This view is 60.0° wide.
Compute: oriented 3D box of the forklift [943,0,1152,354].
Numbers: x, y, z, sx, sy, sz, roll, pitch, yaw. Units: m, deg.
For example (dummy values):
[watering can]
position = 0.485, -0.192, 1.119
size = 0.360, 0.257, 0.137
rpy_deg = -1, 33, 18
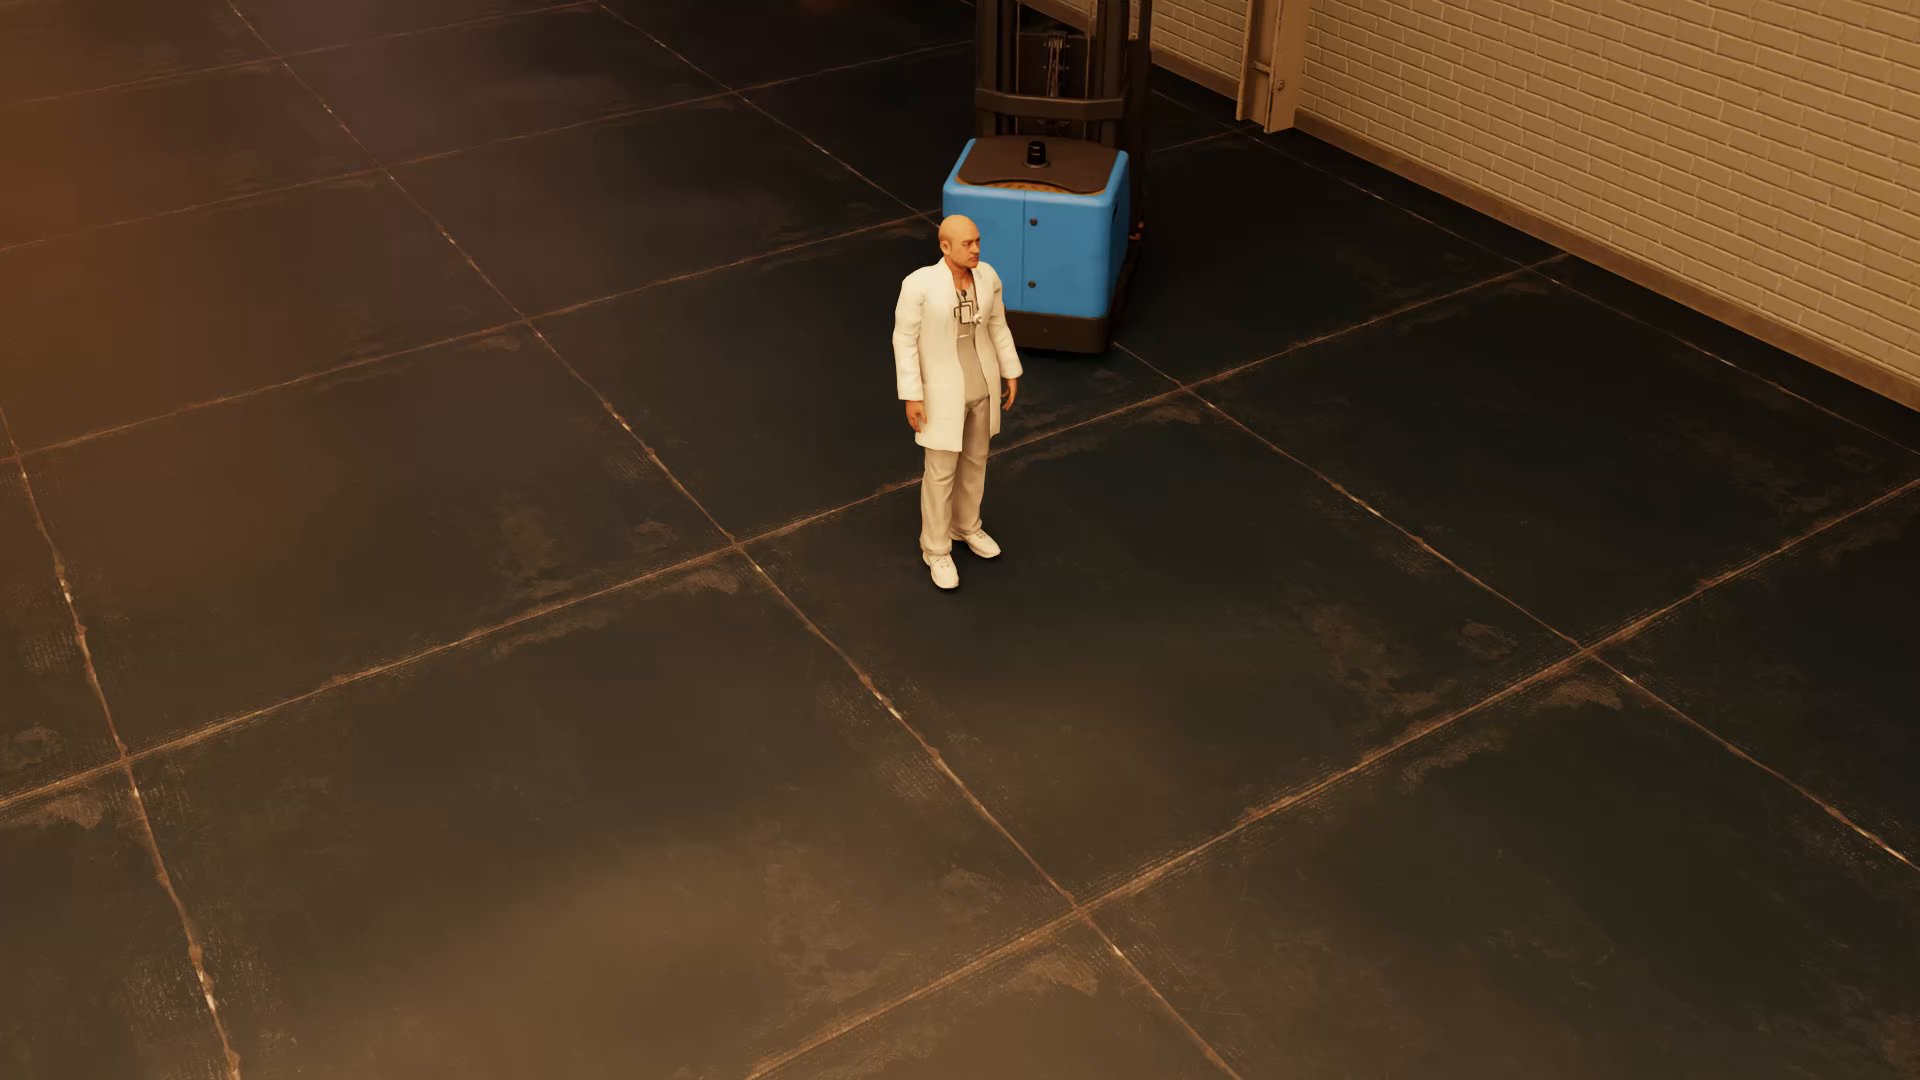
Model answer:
[forklift]
position = 0.695, -3.184, 10.680
size = 1.130, 2.935, 3.031
rpy_deg = 7, 36, 10

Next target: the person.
[person]
position = 0.047, -0.688, 8.117
size = 0.698, 1.777, 0.578
rpy_deg = -21, 40, -27
